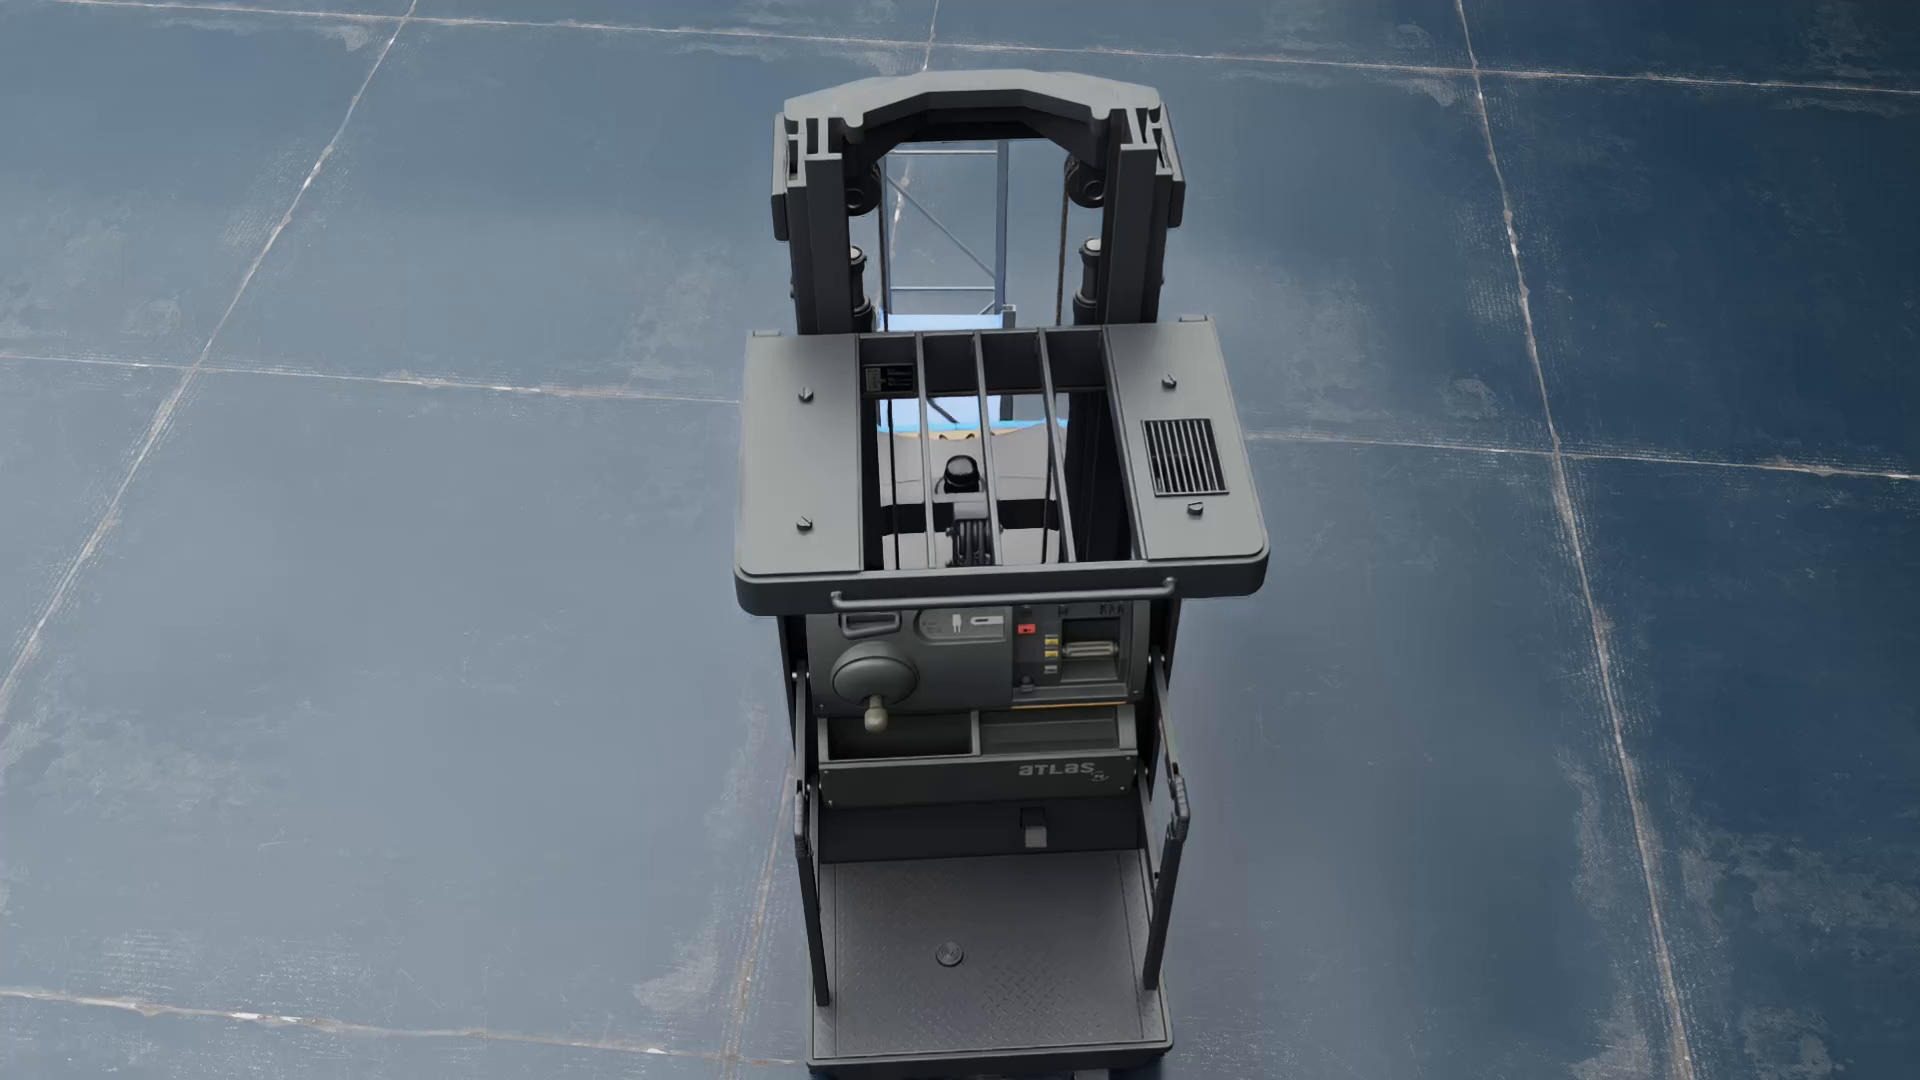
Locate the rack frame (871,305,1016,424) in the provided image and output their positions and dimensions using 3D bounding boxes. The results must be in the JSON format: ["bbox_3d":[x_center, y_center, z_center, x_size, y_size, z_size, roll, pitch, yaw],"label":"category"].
[{"bbox_3d":[-0.069,-0.248,5.961,0.500,1.500,0.032,0,48,0],"label":"rack frame"}]

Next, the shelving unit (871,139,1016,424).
[{"bbox_3d":[-0.069,-0.623,6.304,0.538,1.500,1.048,0,48,0],"label":"shelving unit"}]

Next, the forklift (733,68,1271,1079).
[{"bbox_3d":[0.065,0.416,4.383,1.130,2.935,3.031,-2,48,-2],"label":"forklift"}]

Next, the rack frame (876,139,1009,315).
[{"bbox_3d":[-0.070,-0.998,6.647,0.500,1.500,0.032,0,48,0],"label":"rack frame"}]

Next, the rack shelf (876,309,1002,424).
[{"bbox_3d":[-0.069,-0.502,6.436,0.538,0.185,1.000,0,48,0],"label":"rack shelf"}]
